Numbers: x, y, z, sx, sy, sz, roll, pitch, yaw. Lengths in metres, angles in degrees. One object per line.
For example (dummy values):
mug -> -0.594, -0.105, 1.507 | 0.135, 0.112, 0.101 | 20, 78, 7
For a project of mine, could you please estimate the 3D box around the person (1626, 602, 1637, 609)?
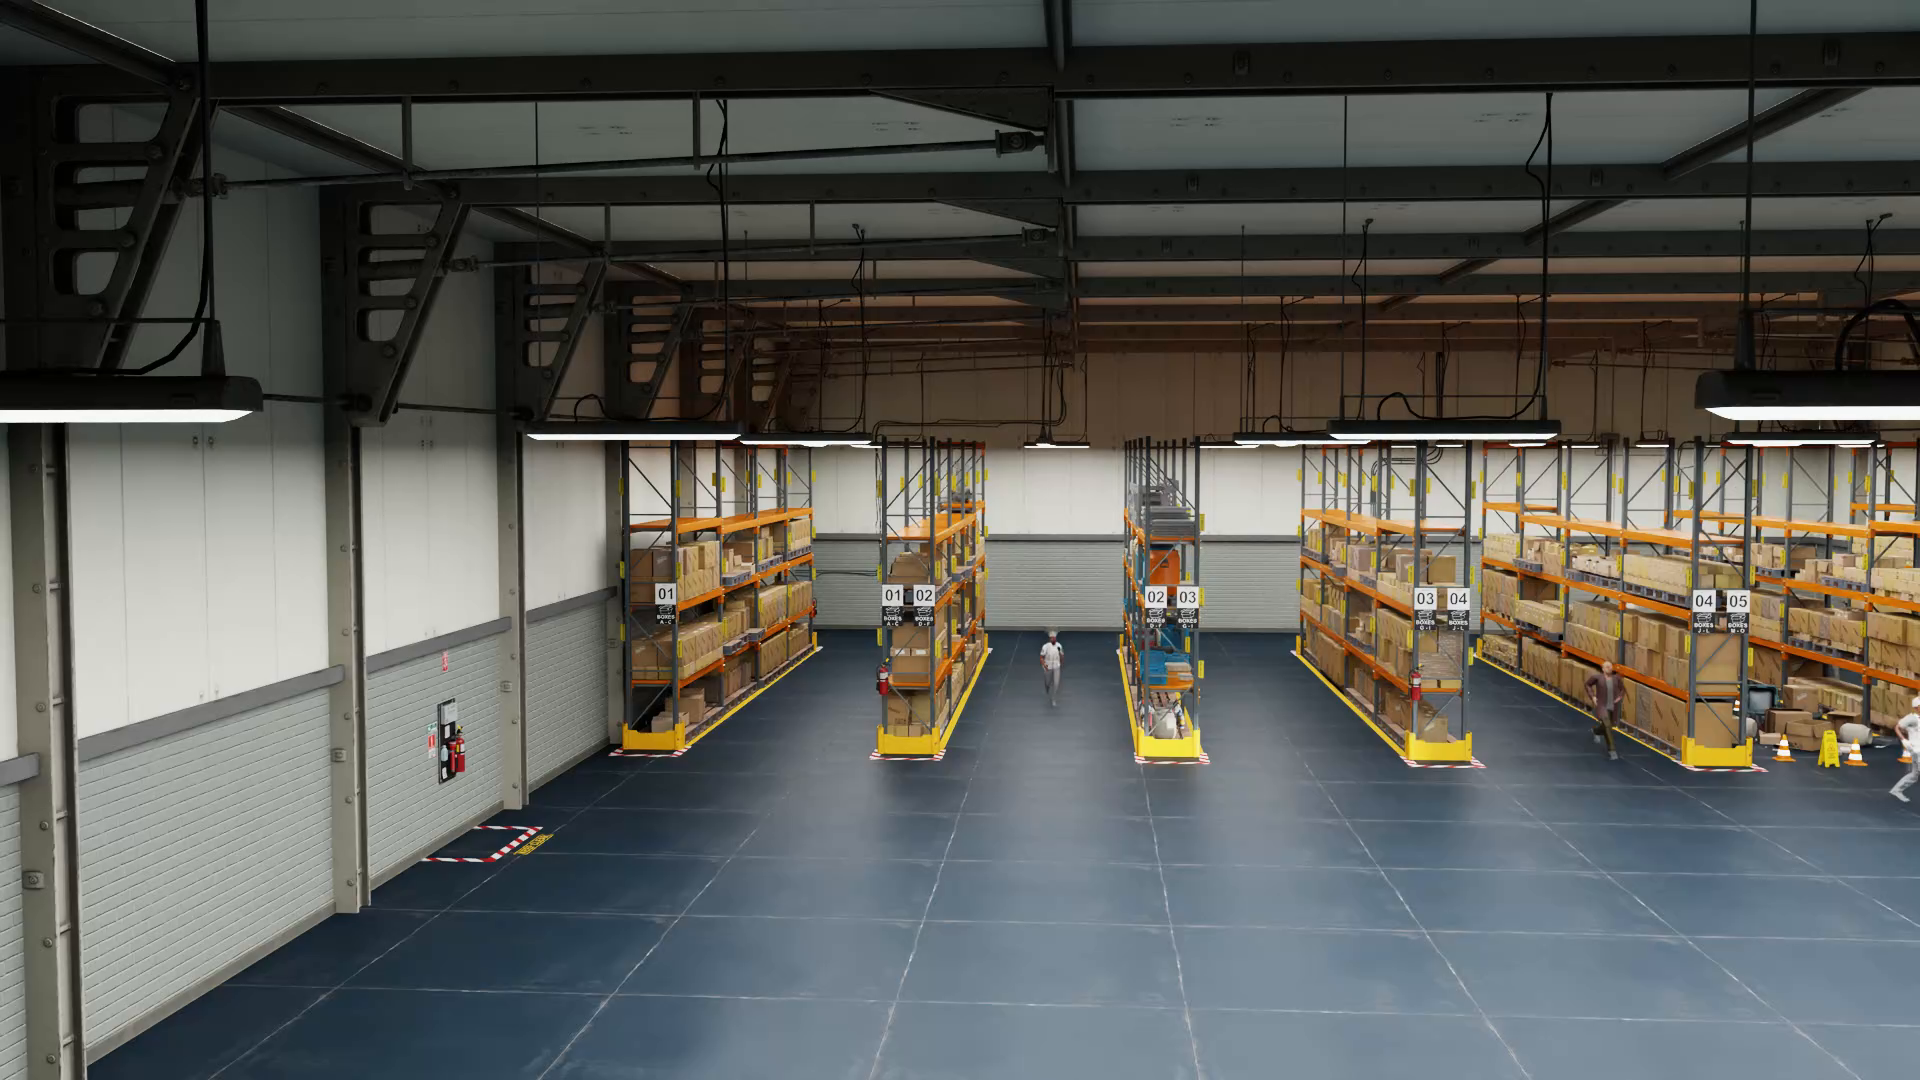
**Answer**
person -> 19.064, 2.307, 47.414 | 0.726, 1.772, 0.693 | 0, 3, 4

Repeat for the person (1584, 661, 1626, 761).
person -> 12.181, 3.173, 31.317 | 0.673, 1.789, 1.221 | 0, 3, -7

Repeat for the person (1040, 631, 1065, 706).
person -> 2.088, 2.900, 37.693 | 0.549, 1.682, 0.864 | 0, 3, -1

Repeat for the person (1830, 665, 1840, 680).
person -> 21.140, 2.662, 40.454 | 0.657, 1.828, 0.829 | 0, 3, 2

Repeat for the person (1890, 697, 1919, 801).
person -> 15.363, 3.404, 26.584 | 0.698, 1.791, 0.947 | -3, 4, -42
